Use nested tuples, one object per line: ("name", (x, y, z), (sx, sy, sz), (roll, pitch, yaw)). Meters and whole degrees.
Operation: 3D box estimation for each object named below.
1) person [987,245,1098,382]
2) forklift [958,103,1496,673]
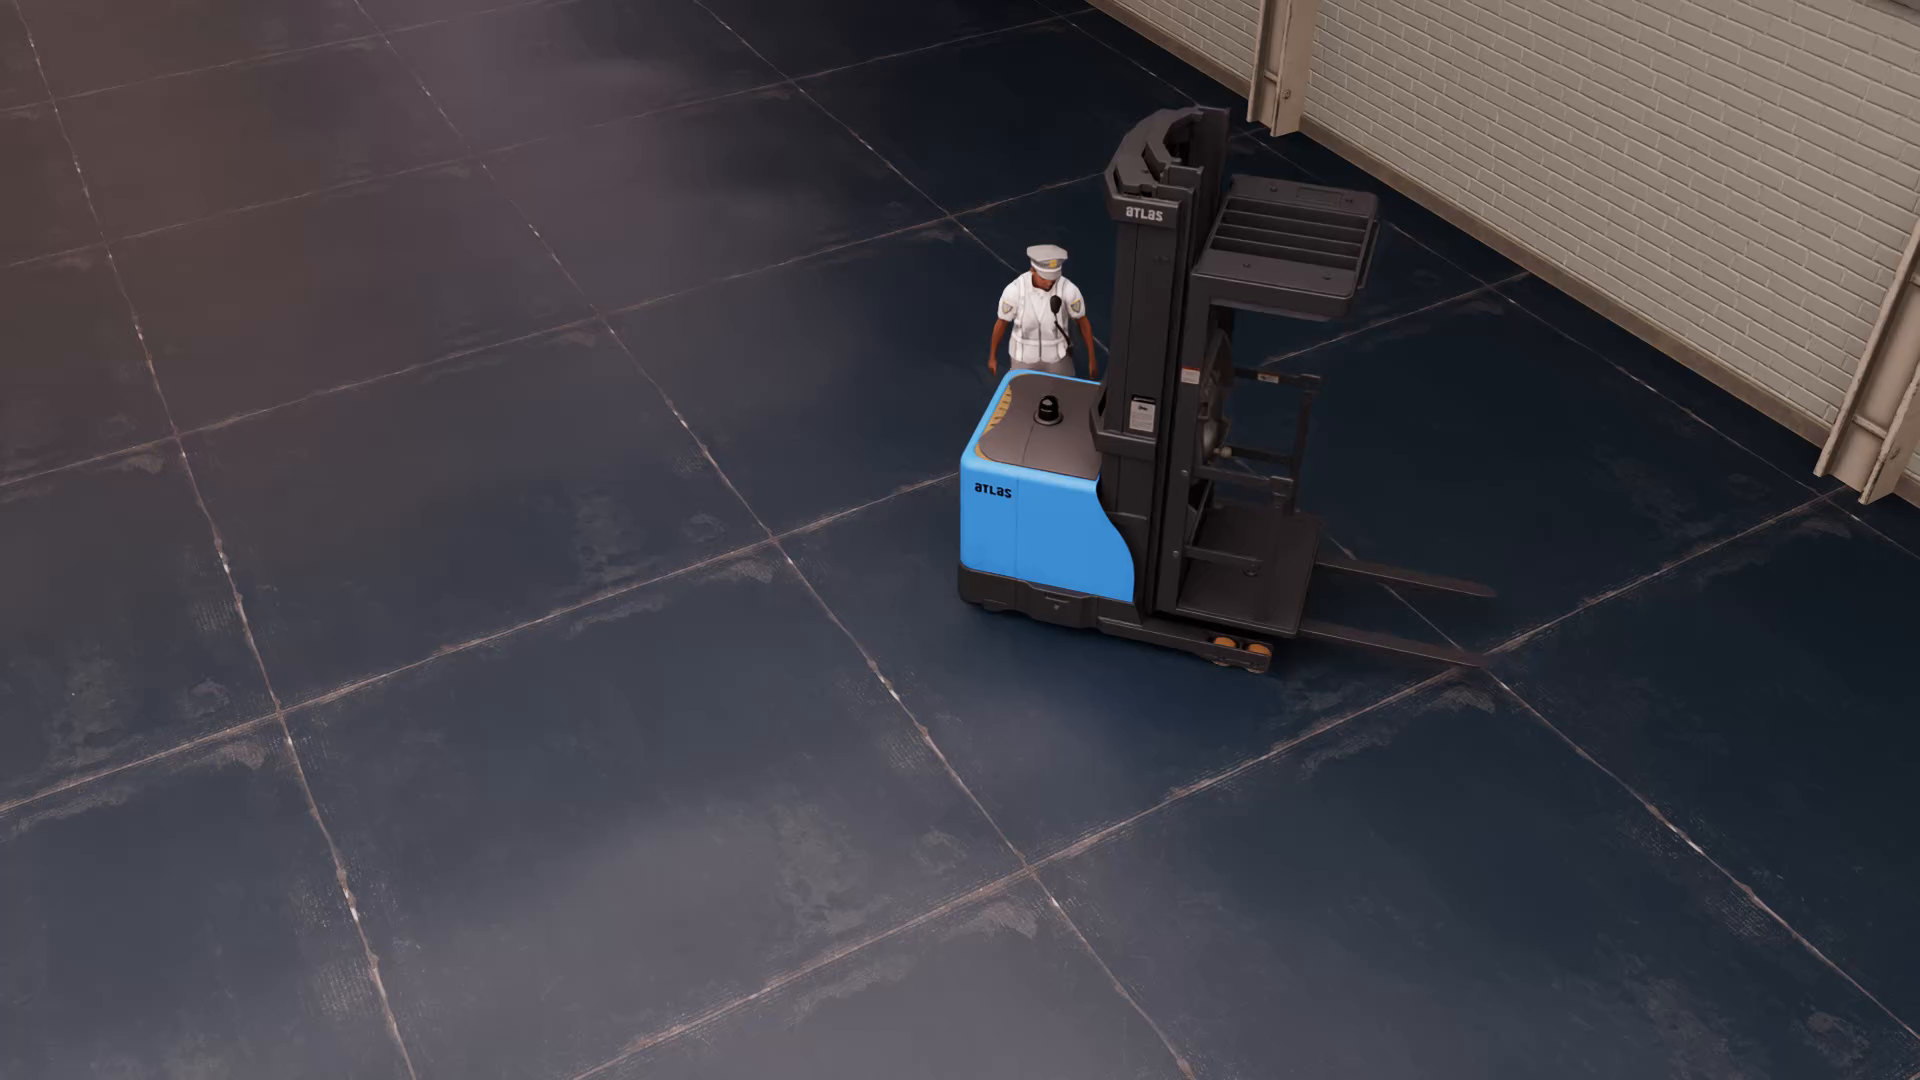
("person", (0.536, -1.131, 10.420), (0.727, 1.636, 0.377), (1, 40, 1))
("forklift", (1.563, -0.756, 8.948), (3.031, 2.935, 1.130), (12, 41, 14))
